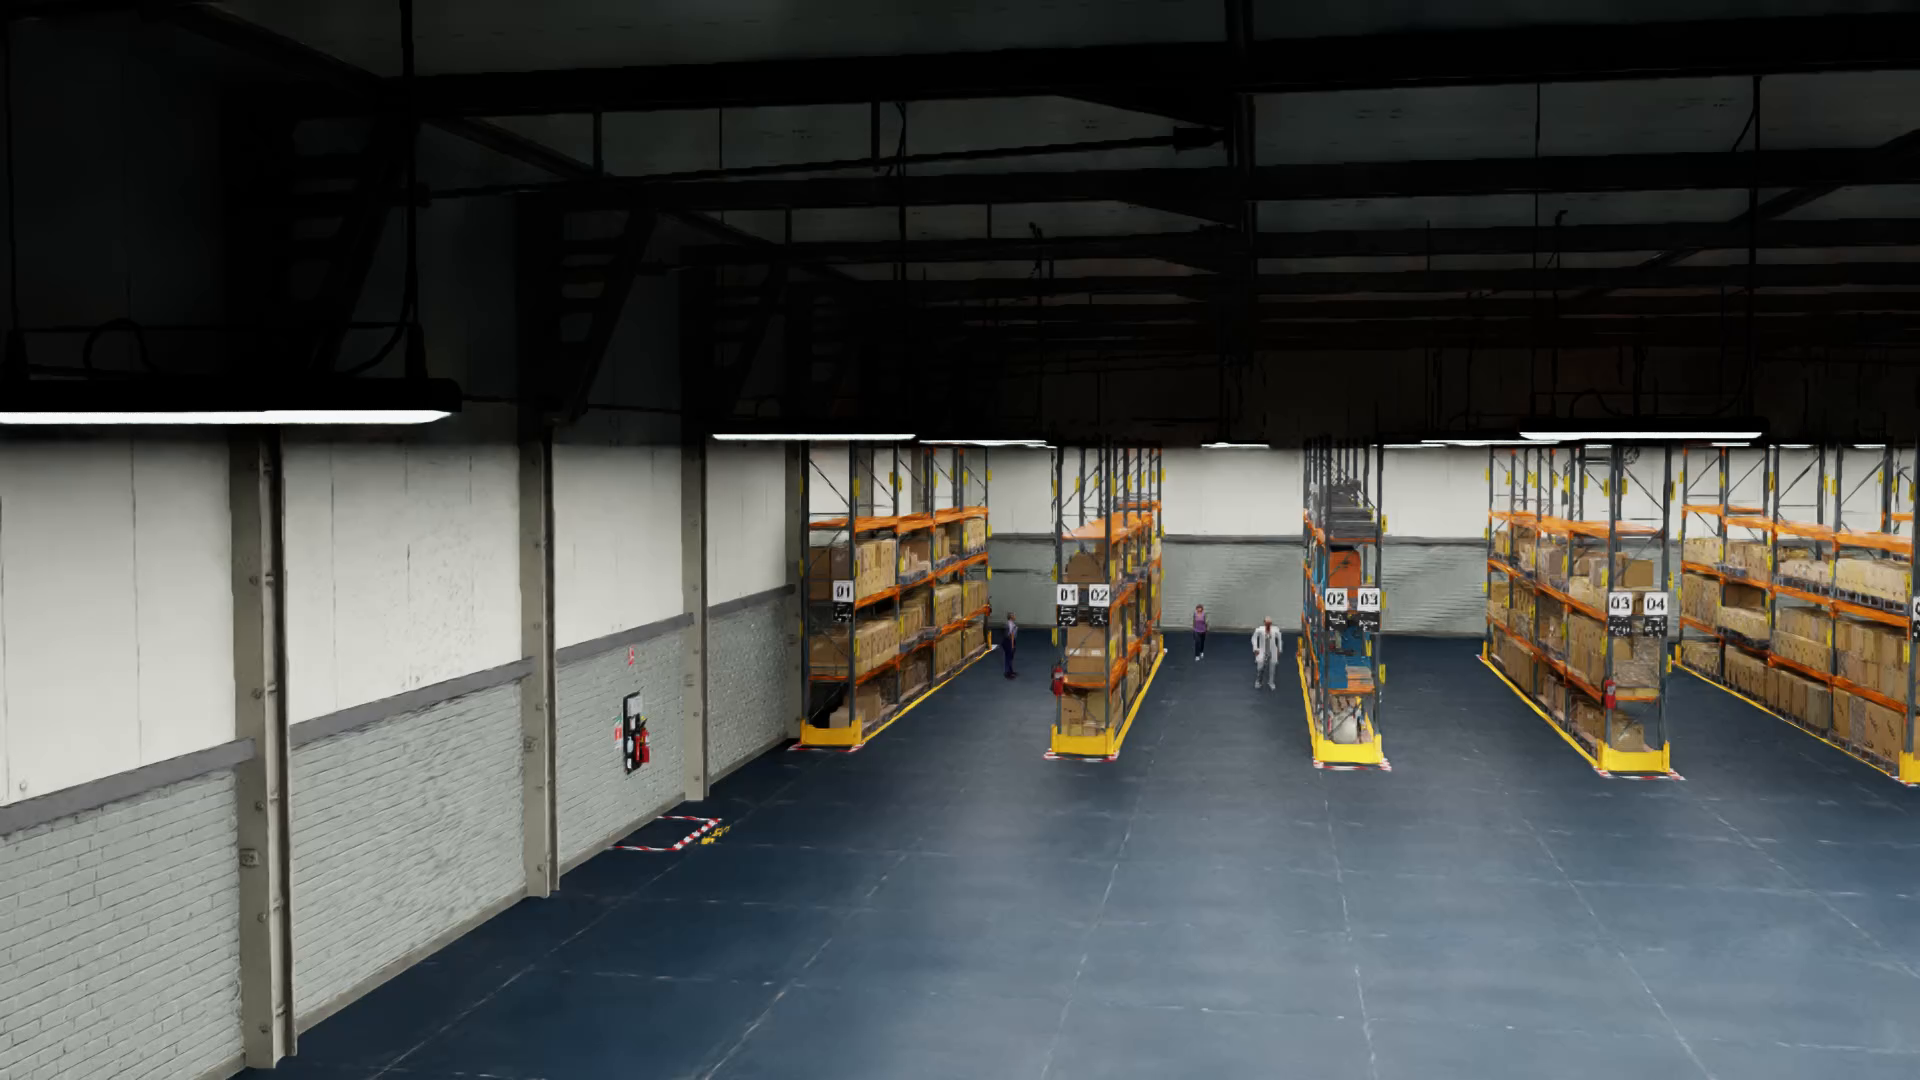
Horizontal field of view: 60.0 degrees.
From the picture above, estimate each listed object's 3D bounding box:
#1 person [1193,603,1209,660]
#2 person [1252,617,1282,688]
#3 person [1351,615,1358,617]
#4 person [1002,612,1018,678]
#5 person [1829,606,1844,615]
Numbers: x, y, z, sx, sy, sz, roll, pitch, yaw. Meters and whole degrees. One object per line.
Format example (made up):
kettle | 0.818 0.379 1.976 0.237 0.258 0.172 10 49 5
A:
person | 6.578 2.488 45.444 0.431 1.539 0.947 0 3 9
person | 7.378 2.700 39.969 0.729 1.733 0.546 0 3 9
person | 11.203 2.266 47.258 0.771 1.770 0.576 -3 4 -43
person | 1.296 2.634 41.826 0.445 1.640 0.577 -1 3 -13
person | 23.071 2.461 43.871 0.541 1.790 0.653 0 3 -6
